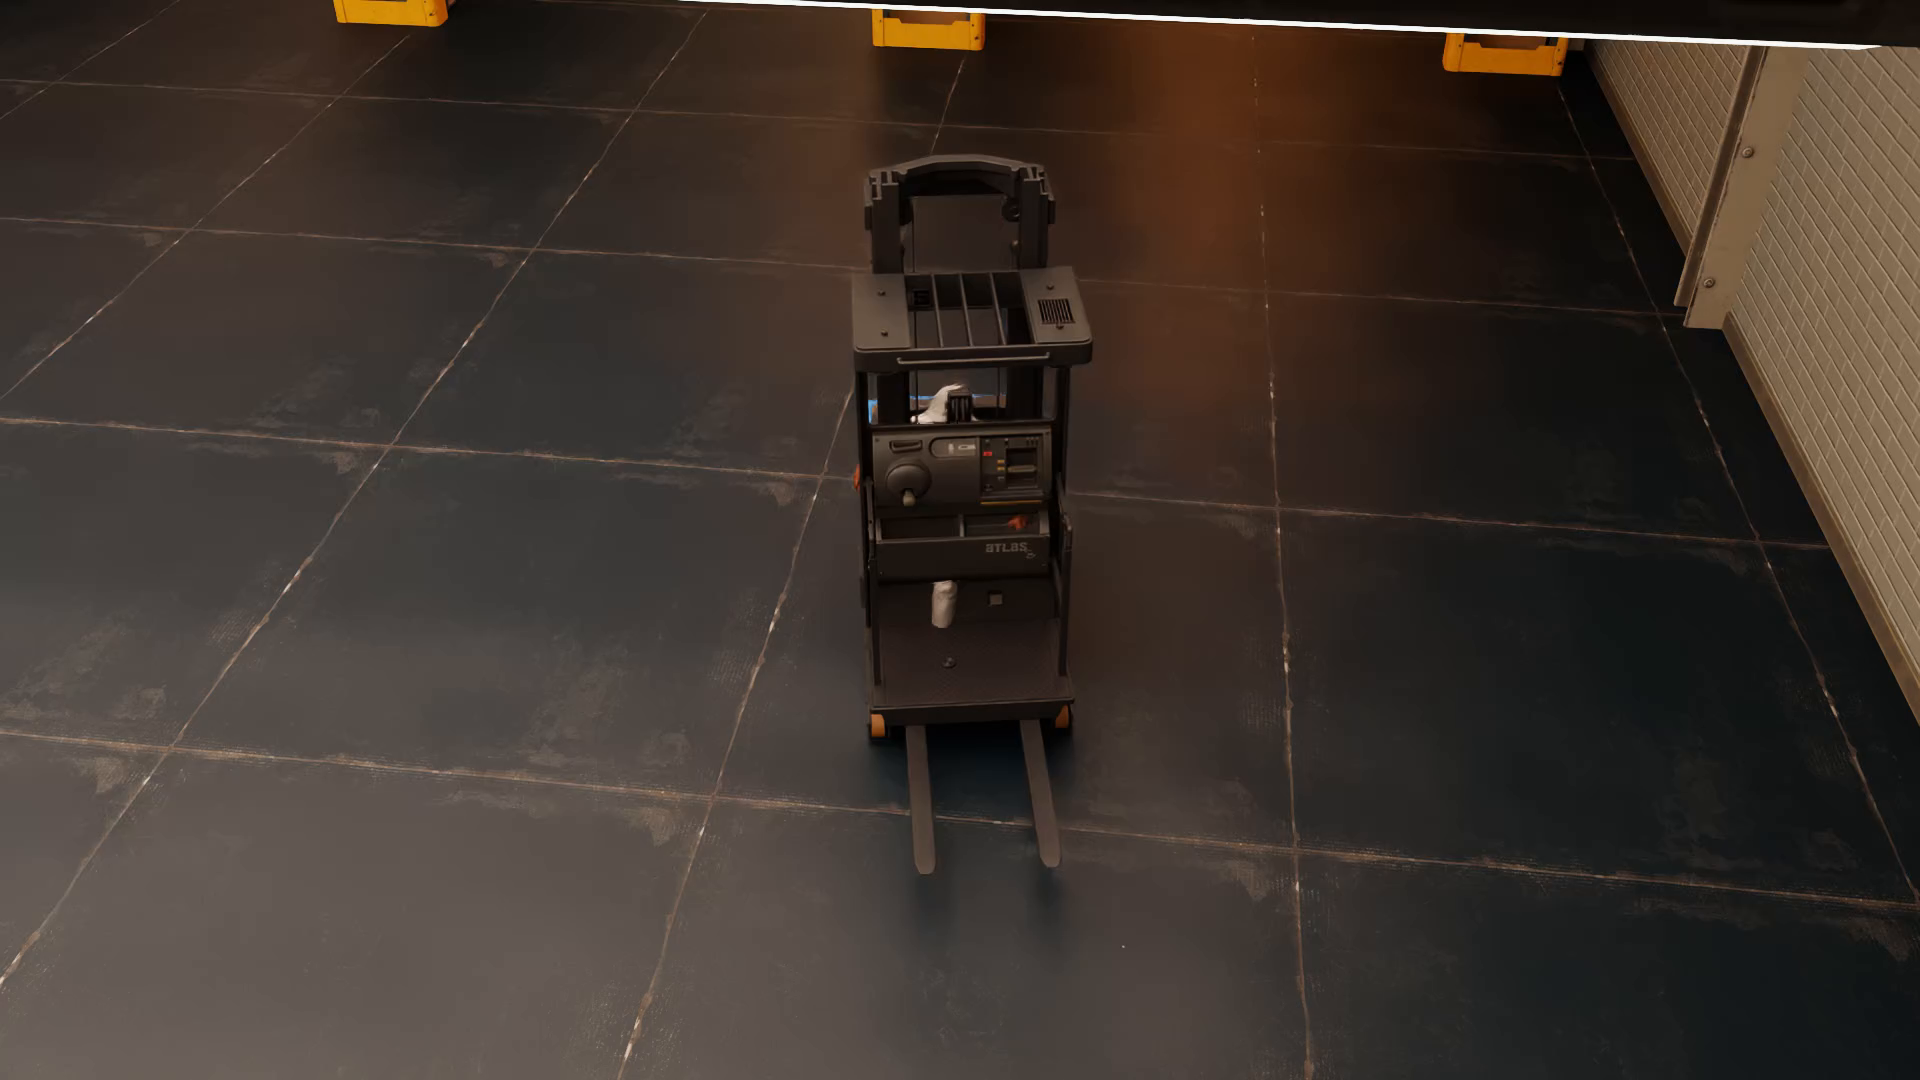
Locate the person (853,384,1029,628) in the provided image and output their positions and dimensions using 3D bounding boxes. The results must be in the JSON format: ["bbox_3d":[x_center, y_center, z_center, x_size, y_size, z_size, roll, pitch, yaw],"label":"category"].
[{"bbox_3d":[-0.110,-0.149,9.188,1.078,1.499,0.682,22,42,27],"label":"person"}]

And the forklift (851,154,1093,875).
[{"bbox_3d":[0.032,-0.310,8.451,1.130,2.935,3.031,-3,36,-3],"label":"forklift"}]
